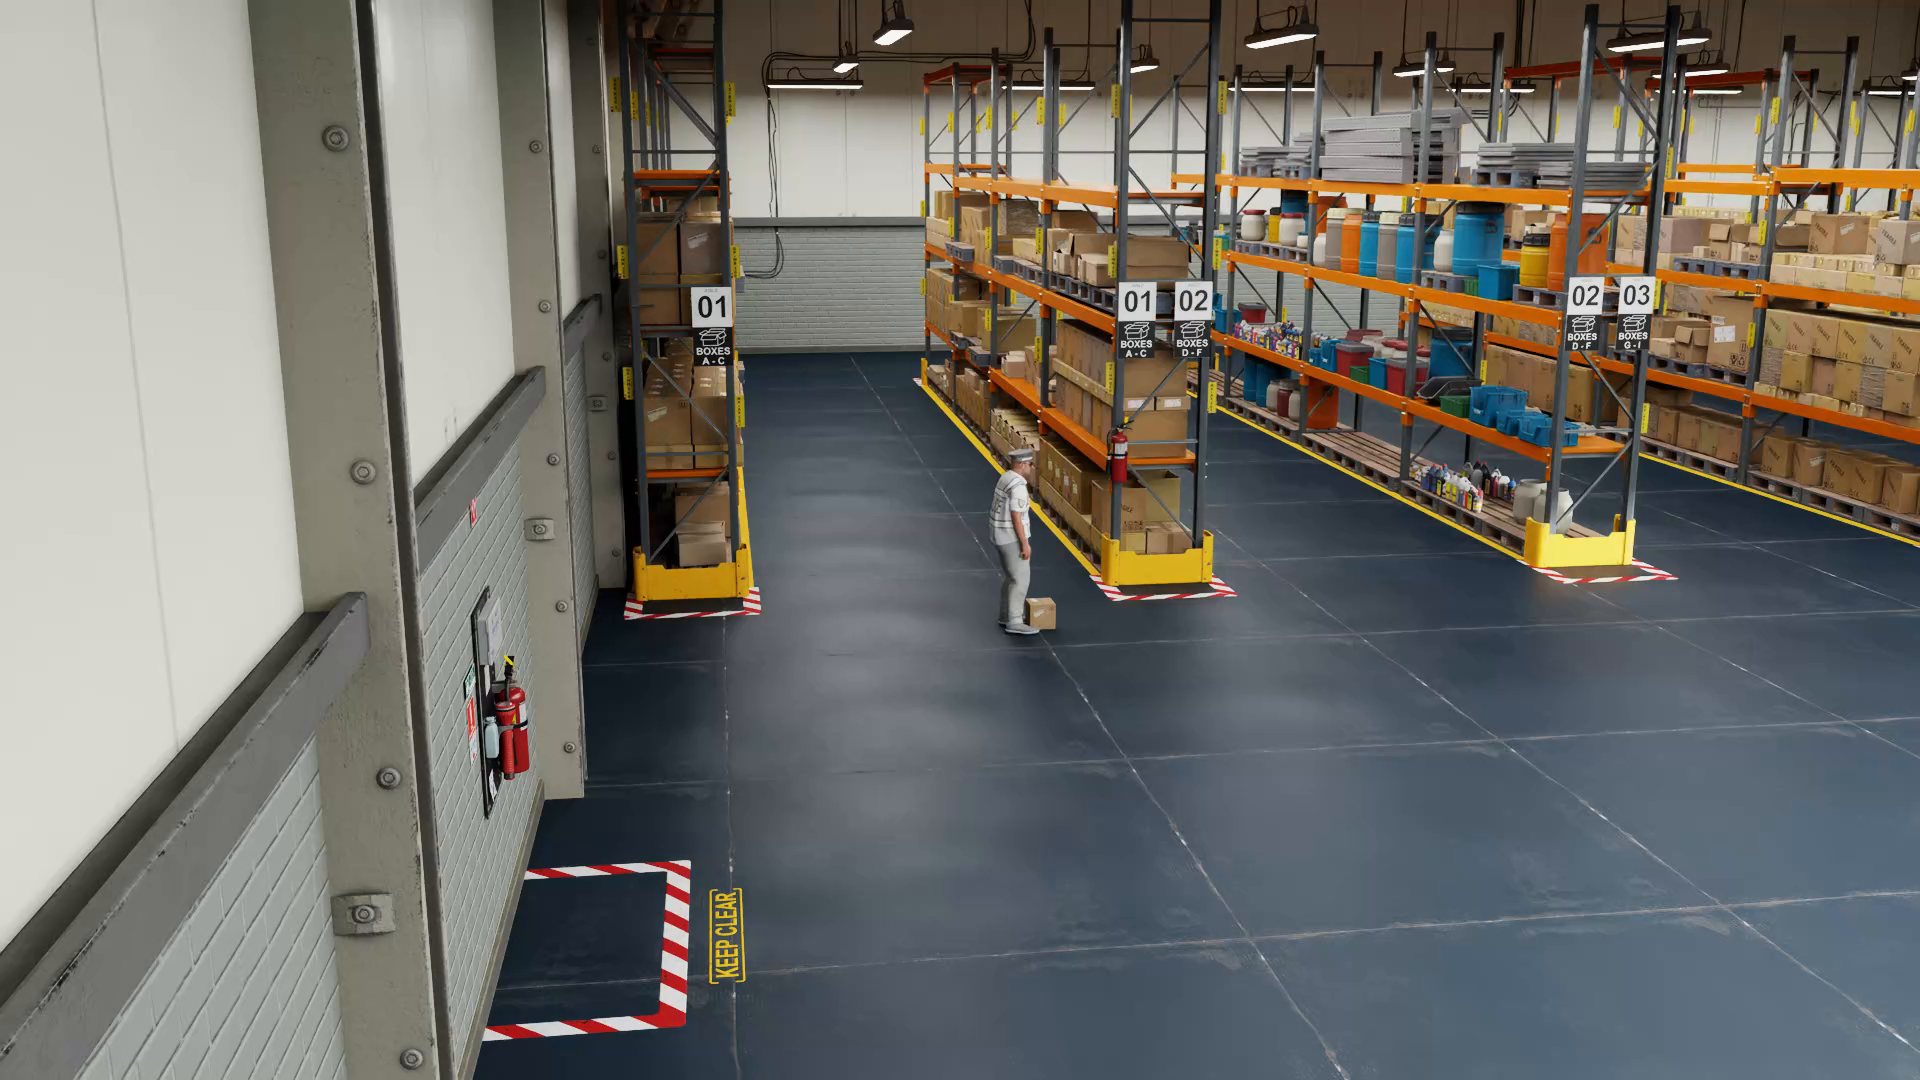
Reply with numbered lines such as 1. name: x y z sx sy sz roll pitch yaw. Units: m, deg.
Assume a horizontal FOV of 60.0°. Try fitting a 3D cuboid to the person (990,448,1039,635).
1. person: 0.509 -0.005 15.981 0.428 1.751 0.605 -3 13 -11
